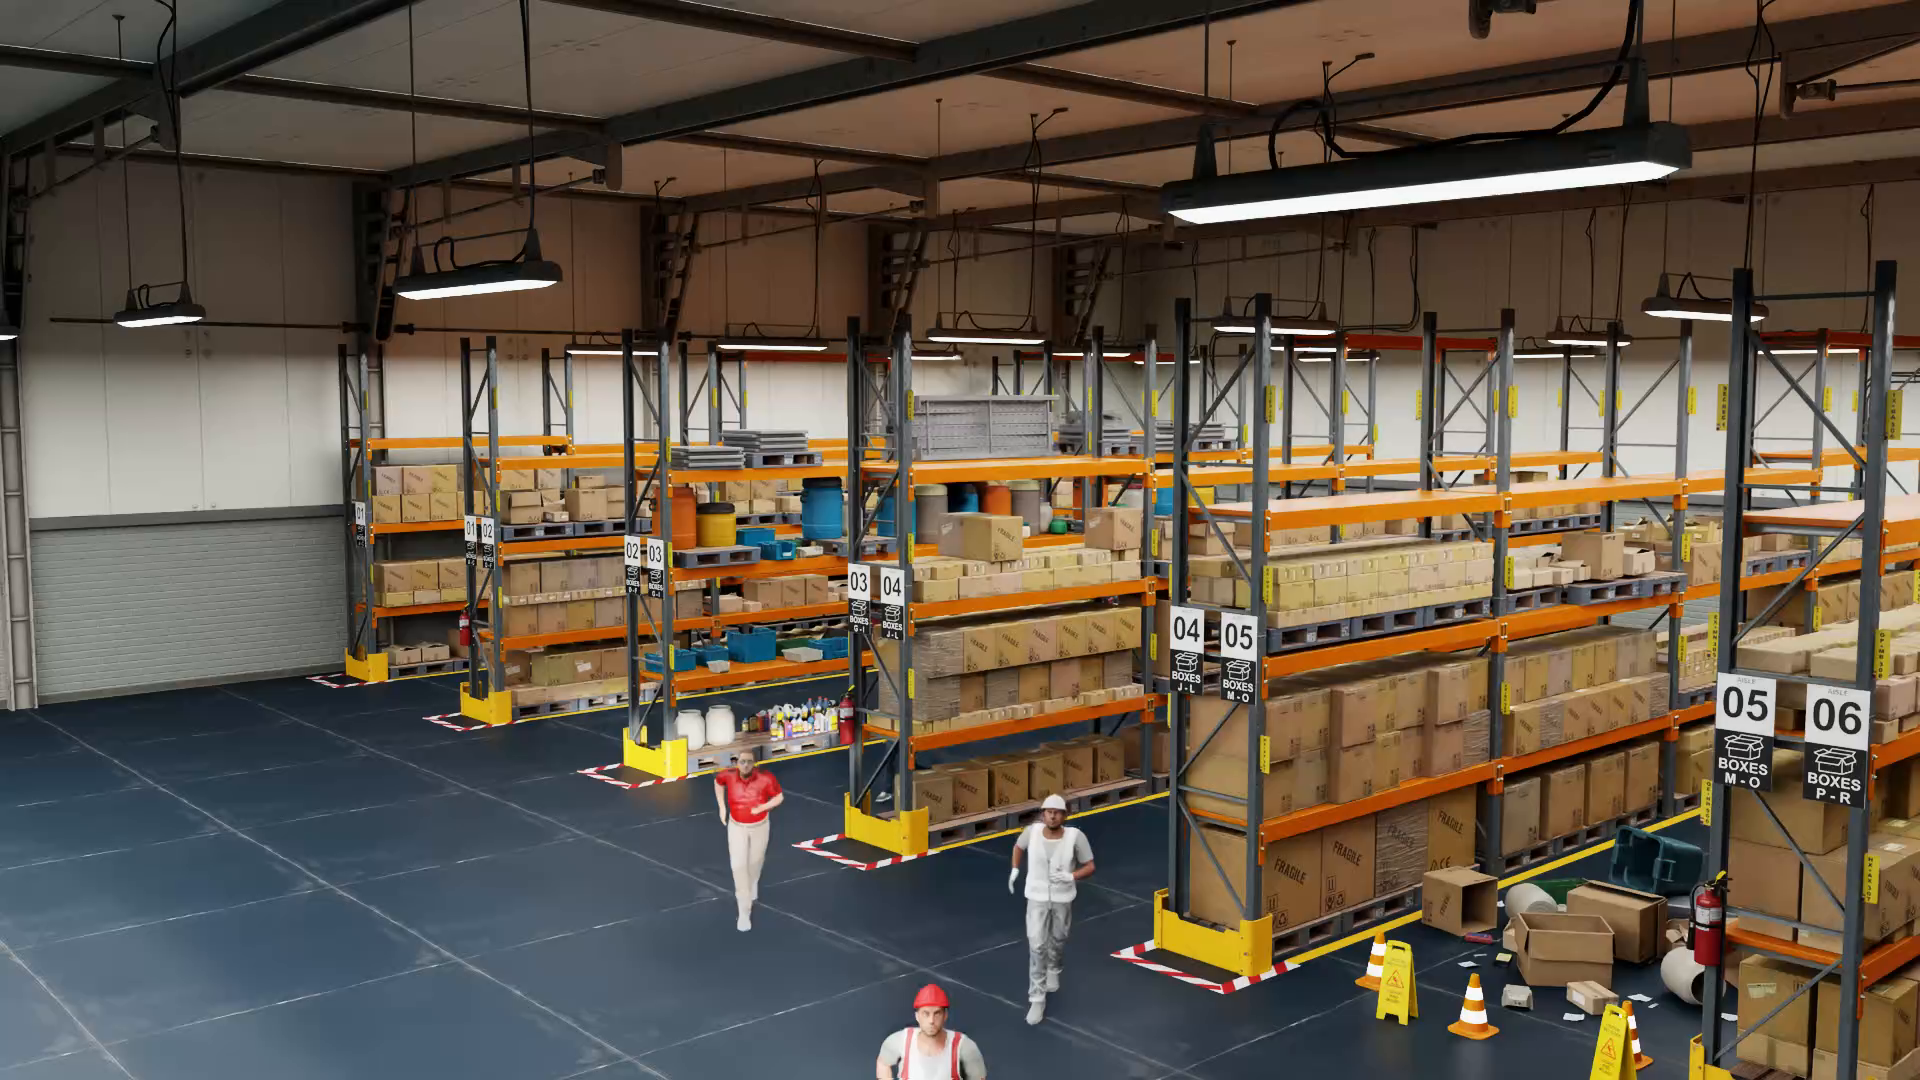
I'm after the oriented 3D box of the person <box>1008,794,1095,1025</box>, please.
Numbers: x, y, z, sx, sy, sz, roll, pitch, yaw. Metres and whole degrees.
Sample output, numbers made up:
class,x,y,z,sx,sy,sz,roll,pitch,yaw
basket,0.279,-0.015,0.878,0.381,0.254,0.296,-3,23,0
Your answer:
class,x,y,z,sx,sy,sz,roll,pitch,yaw
person,0.766,3.019,13.917,0.725,1.798,0.918,0,5,3

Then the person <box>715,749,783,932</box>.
class,x,y,z,sx,sy,sz,roll,pitch,yaw
person,-2.076,2.871,16.372,0.660,1.751,1.037,-1,5,-9

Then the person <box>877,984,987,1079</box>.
class,x,y,z,sx,sy,sz,roll,pitch,yaw
person,-0.161,3.418,9.467,0.640,1.824,0.814,0,5,0

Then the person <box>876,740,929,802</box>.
class,x,y,z,sx,sy,sz,roll,pitch,yaw
person,-0.745,2.484,21.049,0.543,1.562,0.866,5,7,42
